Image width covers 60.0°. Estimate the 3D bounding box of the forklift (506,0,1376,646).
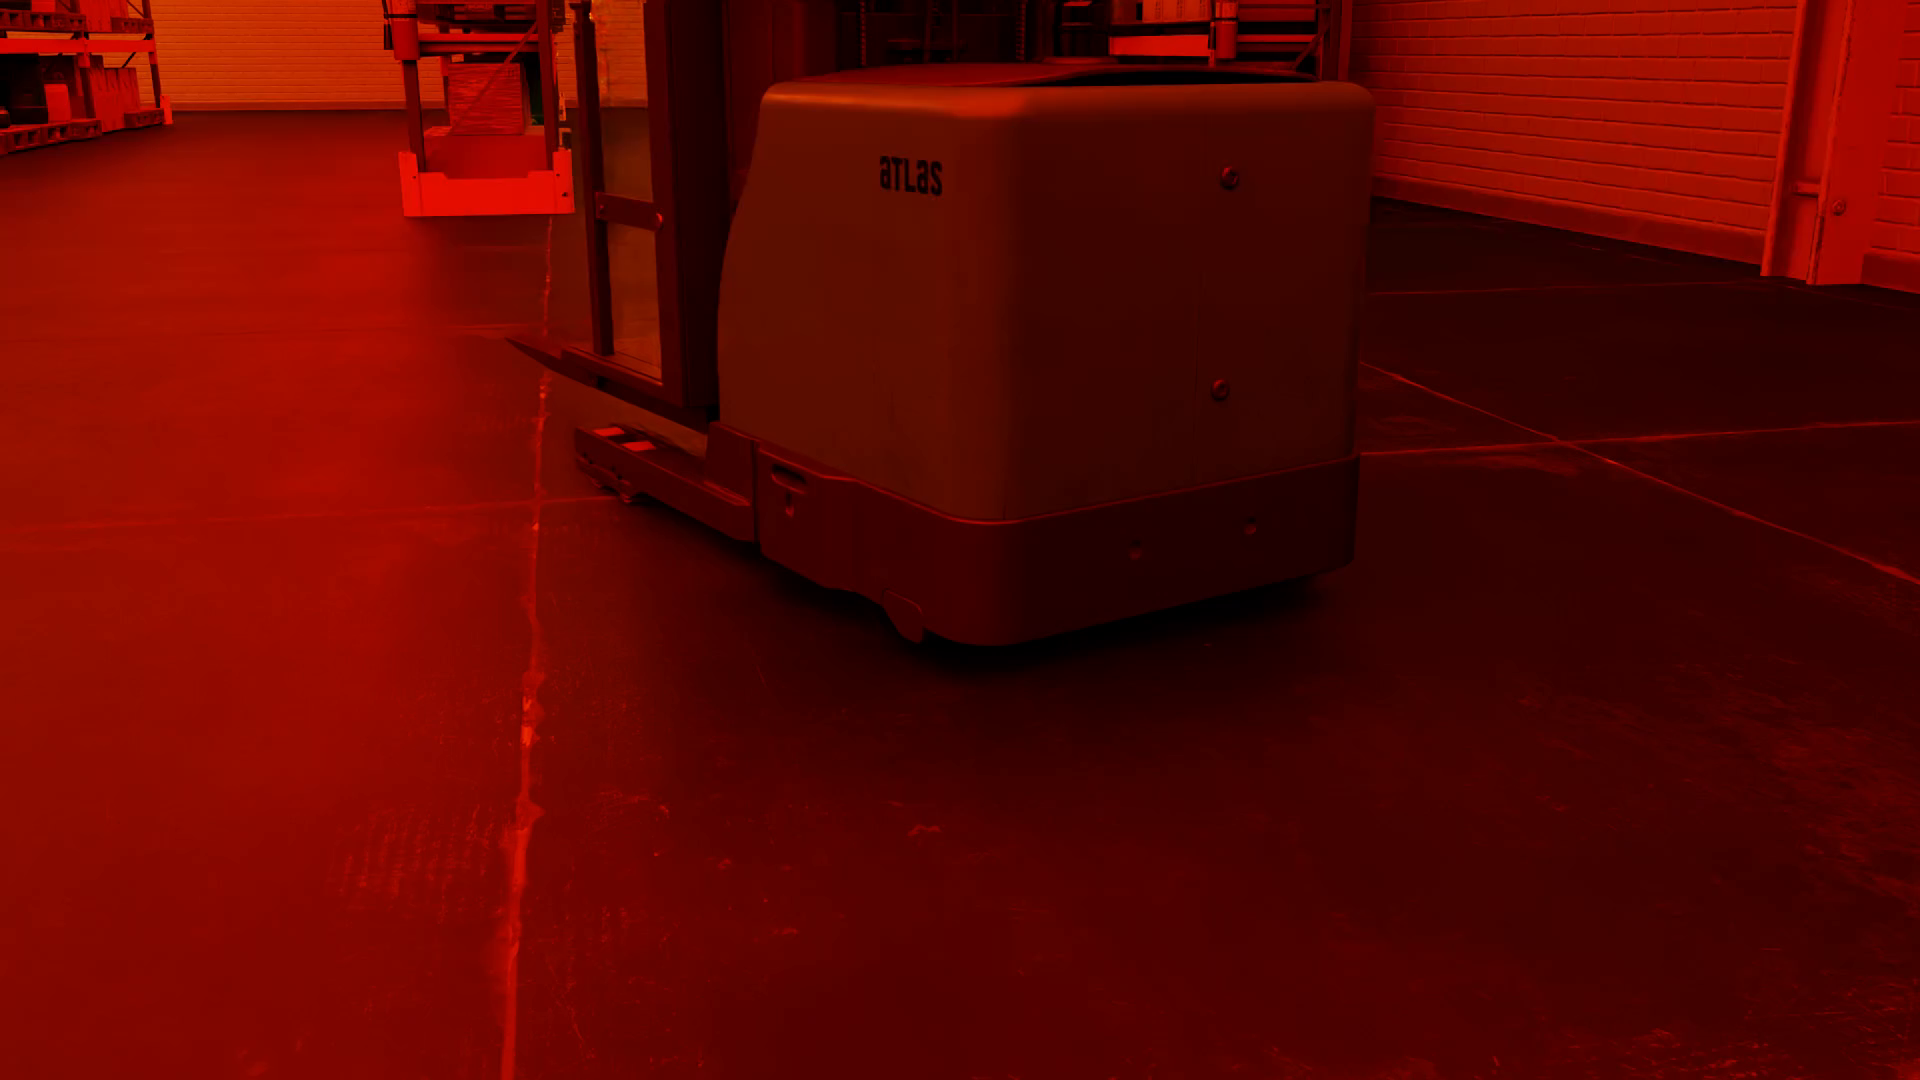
[{"bbox_3d":[-0.383,-1.566,4.141,1.130,2.935,3.031,-11,20,-32],"label":"forklift"}]
